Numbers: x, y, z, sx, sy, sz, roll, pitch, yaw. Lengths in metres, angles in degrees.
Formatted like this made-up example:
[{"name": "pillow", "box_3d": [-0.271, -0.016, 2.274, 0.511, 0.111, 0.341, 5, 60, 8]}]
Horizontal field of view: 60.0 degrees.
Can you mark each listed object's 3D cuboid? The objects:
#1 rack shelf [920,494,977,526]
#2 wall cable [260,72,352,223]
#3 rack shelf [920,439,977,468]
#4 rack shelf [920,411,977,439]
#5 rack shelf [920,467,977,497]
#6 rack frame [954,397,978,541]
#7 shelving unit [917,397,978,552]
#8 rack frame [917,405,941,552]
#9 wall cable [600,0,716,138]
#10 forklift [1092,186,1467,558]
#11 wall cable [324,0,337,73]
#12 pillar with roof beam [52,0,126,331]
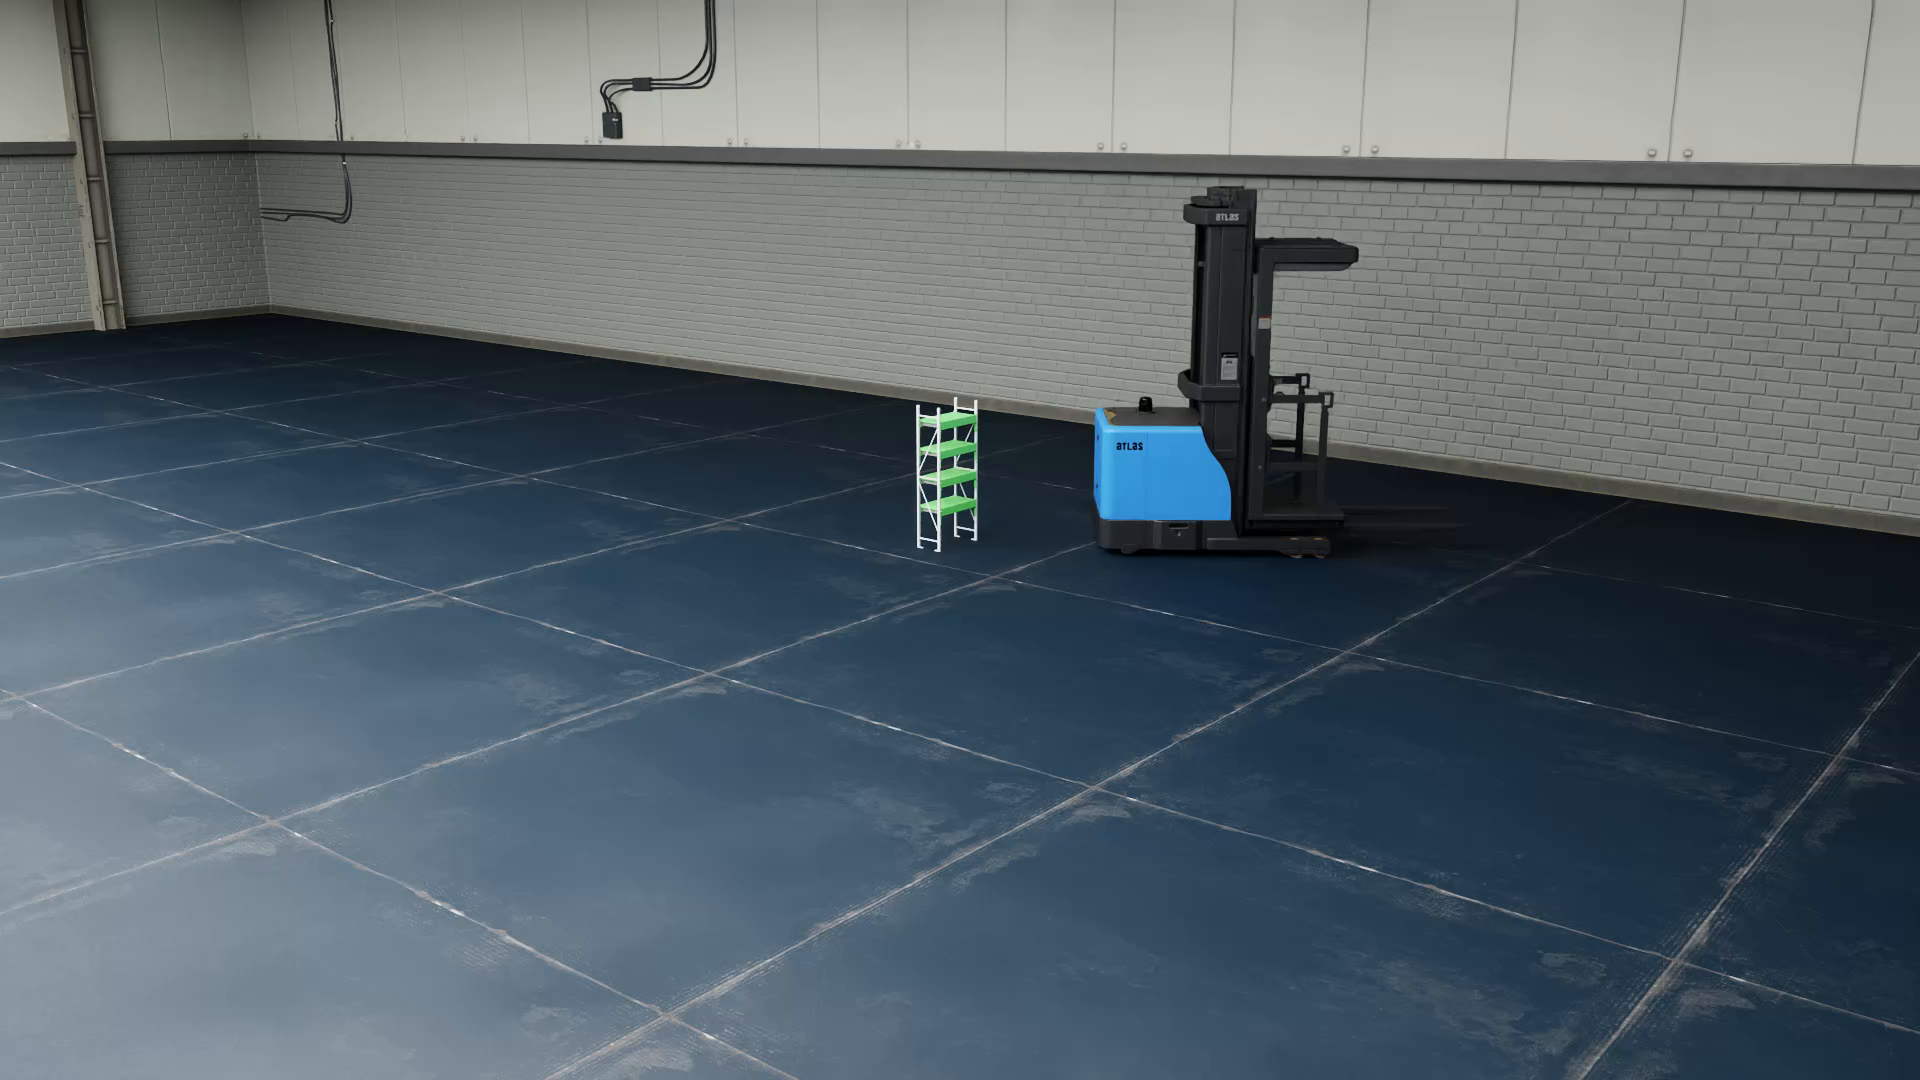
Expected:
[{"name": "rack shelf", "box_3d": [-0.104, -0.255, 13.925, 0.258, 0.148, 0.480, 11, 18, 38]}, {"name": "wall cable", "box_3d": [-11.552, -6.803, 28.931, 3.097, 2.526, 0.112, 11, 18, 38]}, {"name": "rack shelf", "box_3d": [-0.104, -0.721, 13.807, 0.258, 0.148, 0.480, 11, 18, 38]}, {"name": "rack shelf", "box_3d": [-0.104, -0.953, 13.748, 0.258, 0.148, 0.480, 11, 18, 38]}, {"name": "rack shelf", "box_3d": [-0.104, -0.488, 13.866, 0.258, 0.148, 0.480, 11, 18, 38]}, {"name": "rack frame", "box_3d": [0.049, -0.597, 14.034, 0.240, 1.200, 0.015, 11, 18, 38]}, {"name": "shelving unit", "box_3d": [-0.104, -0.550, 13.850, 0.258, 1.200, 0.503, 11, 18, 38]}, {"name": "rack frame", "box_3d": [-0.257, -0.503, 13.666, 0.240, 1.200, 0.015, 11, 18, 38]}, {"name": "wall cable", "box_3d": [-4.178, -8.484, 22.335, 2.305, 6.003, 0.169, 11, 18, 38]}, {"name": "forklift", "box_3d": [2.655, -1.403, 13.694, 3.031, 2.935, 1.130, 0, 14, 1]}, {"name": "wall cable", "box_3d": [-9.447, -8.832, 26.662, 3.097, 2.526, 0.112, 11, 18, 38]}, {"name": "pillar with roof beam", "box_3d": [-11.083, -7.282, 24.511, 9.100, 9.000, 0.400, 11, 18, 38]}]
